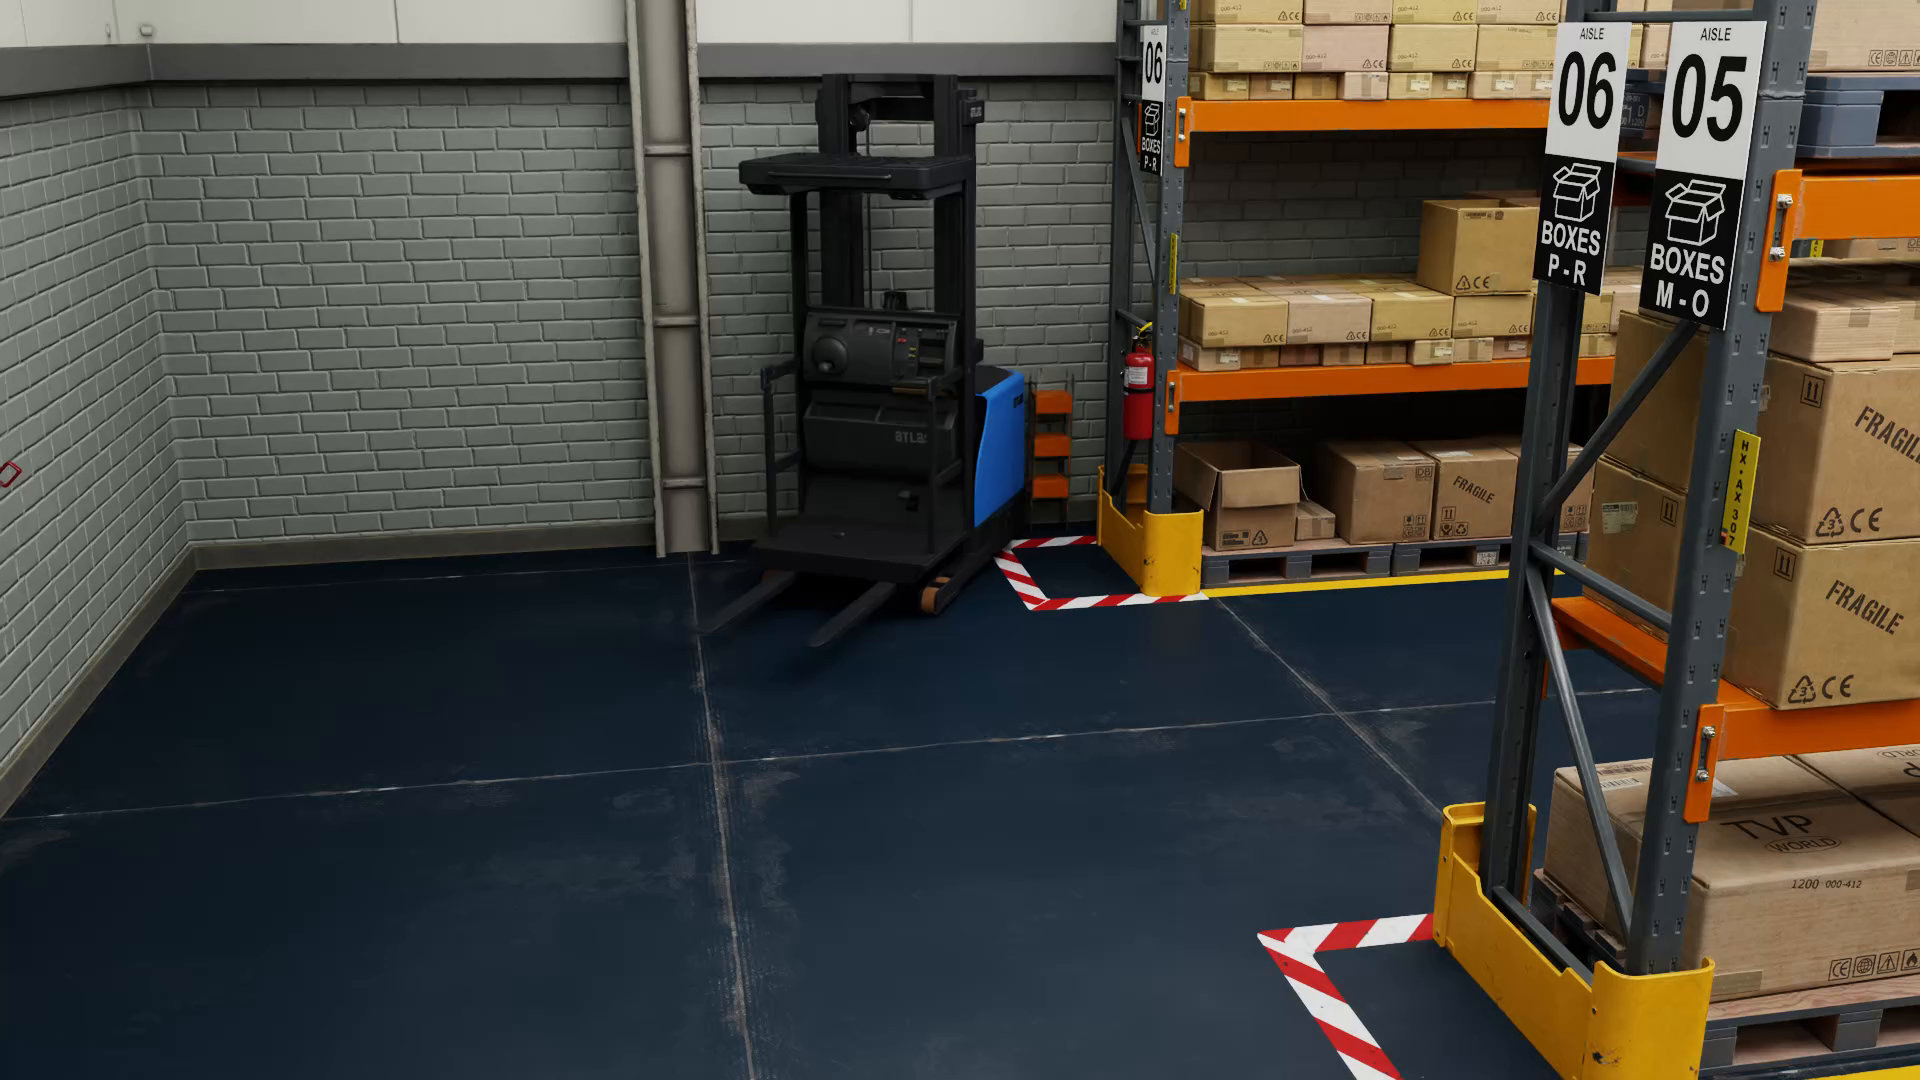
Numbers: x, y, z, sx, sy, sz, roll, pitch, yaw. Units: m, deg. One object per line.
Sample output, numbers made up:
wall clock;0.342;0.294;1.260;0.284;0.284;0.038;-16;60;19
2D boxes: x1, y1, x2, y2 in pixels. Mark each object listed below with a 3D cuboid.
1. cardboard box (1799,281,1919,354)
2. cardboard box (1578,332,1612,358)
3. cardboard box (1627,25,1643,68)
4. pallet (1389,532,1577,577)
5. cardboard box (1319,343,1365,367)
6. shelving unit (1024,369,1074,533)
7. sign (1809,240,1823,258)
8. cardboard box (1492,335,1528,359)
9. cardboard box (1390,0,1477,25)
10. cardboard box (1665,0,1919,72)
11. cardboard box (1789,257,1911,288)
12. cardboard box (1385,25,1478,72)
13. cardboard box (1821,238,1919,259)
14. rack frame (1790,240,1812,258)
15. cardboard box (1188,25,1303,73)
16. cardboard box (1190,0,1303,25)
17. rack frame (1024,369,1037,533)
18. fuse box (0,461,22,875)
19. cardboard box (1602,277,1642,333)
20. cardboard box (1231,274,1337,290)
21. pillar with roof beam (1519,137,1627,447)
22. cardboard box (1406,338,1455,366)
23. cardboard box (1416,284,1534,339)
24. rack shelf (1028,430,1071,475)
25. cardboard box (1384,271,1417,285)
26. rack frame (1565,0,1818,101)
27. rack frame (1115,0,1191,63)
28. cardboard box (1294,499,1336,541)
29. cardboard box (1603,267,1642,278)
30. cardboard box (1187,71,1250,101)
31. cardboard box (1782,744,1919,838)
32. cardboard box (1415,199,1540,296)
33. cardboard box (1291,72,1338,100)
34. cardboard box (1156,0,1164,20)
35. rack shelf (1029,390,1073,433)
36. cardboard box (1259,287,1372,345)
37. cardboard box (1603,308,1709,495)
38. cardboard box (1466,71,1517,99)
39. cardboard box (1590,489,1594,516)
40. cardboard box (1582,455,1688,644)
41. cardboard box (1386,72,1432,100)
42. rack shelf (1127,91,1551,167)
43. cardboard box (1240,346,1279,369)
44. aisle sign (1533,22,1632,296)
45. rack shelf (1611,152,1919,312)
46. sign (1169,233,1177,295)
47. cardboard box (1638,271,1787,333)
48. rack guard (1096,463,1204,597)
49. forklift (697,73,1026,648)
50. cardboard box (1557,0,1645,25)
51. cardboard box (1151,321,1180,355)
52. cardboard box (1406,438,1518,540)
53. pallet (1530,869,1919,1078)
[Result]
cardboard box;2.665;-0.650;4.841;0.250;0.149;0.380;-3;17;-9
cardboard box;3.726;-1.211;10.072;0.250;0.149;0.380;-4;17;-11
cardboard box;3.562;-2.841;9.592;0.500;0.250;0.500;-3;17;-9
pallet;3.127;-0.053;10.624;1.213;0.211;1.003;-3;17;-10
cardboard box;2.201;-1.137;9.834;0.250;0.149;0.380;-3;17;-9
shelving unit;0.582;-0.583;10.906;0.252;1.050;0.215;-2;16;-10
sign;5.112;-1.750;9.927;0.005;0.325;0.100;-3;17;-10
cardboard box;3.218;-1.201;10.041;0.250;0.149;0.380;-3;17;-11
cardboard box;2.551;-3.020;9.325;0.500;0.250;0.500;-4;17;-11
cardboard box;2.444;-1.501;4.850;0.500;0.250;0.500;-5;18;-16
cardboard box;2.816;-0.812;5.370;0.250;0.149;0.380;-3;17;-11
cardboard box;2.562;-2.779;9.391;0.500;0.250;0.500;-4;17;-12
cardboard box;5.519;-1.704;10.364;0.500;0.500;0.700;-3;17;-9
rack frame;5.002;-1.493;10.562;0.127;3.000;1.000;-3;17;-10
cardboard box;1.562;-2.720;9.199;0.500;0.250;0.500;-3;17;-11
cardboard box;1.558;-2.965;9.146;0.500;0.250;0.500;-3;17;-11
rack frame;0.462;-0.579;10.885;0.008;1.050;0.200;-2;16;-10
fuse box;-3.767;0.484;6.322;0.414;1.711;0.539;-3;17;-10
cardboard box;4.059;-1.432;10.115;0.500;0.250;0.500;-3;17;-10
cardboard box;1.982;-1.471;10.240;0.500;0.250;0.500;-3;17;-10
pillar with roof beam;4.964;-3.340;6.361;0.400;9.000;9.100;-3;17;-10
cardboard box;2.724;-1.146;9.863;0.250;0.149;0.380;-4;17;-12
cardboard box;3.061;-1.380;9.944;0.500;0.250;0.500;-4;17;-12
rack shelf;0.582;-0.573;10.909;0.240;0.259;0.215;-2;16;-10
cardboard box;2.983;-1.526;10.420;0.500;0.250;0.500;-3;17;-11
rack frame;2.020;-2.707;4.298;0.127;3.000;1.000;-3;17;-10
rack frame;1.074;-4.138;8.956;0.127;3.000;1.000;-3;17;-10
cardboard box;2.117;-0.127;10.256;0.250;0.149;0.380;-4;18;-13
cardboard box;3.973;-1.583;10.607;0.500;0.250;0.500;-3;17;-11
cardboard box;1.432;-2.534;9.273;0.250;0.149;0.380;-3;17;-9
cardboard box;3.546;1.066;5.881;0.875;0.438;0.875;-3;17;-9
cardboard box;3.044;-1.730;9.807;0.500;0.500;0.500;-3;17;-9
cardboard box;1.939;-2.566;9.376;0.250;0.149;0.380;-3;17;-10
cardboard box;1.458;-3.118;9.644;0.500;0.250;0.500;-4;17;-12
rack shelf;0.589;-0.845;10.830;0.240;0.259;0.215;-2;16;-10
cardboard box;2.066;-1.316;9.736;0.500;0.250;0.500;-3;17;-10
cardboard box;2.448;-0.460;5.328;0.500;0.500;0.500;-3;17;-9
cardboard box;2.955;-2.592;9.460;0.250;0.149;0.380;-3;17;-10
cardboard box;4.160;-0.251;10.461;0.258;0.266;0.396;-3;17;-8
cardboard box;2.443;0.010;5.500;0.500;0.500;0.500;-3;17;-10
cardboard box;2.459;-2.567;9.379;0.250;0.149;0.380;-3;17;-11
rack shelf;3.038;-2.471;9.865;4.000;0.370;1.077;-3;17;-10
cardboard box;1.690;-1.116;9.766;0.250;0.149;0.380;-3;17;-9
aisle sign;1.890;-1.167;5.075;0.004;0.787;0.394;-3;17;-10
rack shelf;3.983;-1.040;5.207;4.000;0.370;1.077;-3;17;-10
sign;1.178;-1.527;9.201;0.005;0.325;0.100;-3;17;-10
cardboard box;2.334;-0.753;5.175;0.250;0.149;0.380;-3;17;-10
rack guard;1.149;-0.079;10.218;0.348;0.500;1.175;-3;17;-10
forklift;-0.534;-1.106;9.420;1.130;2.935;3.031;6;18;18
cardboard box;3.556;-3.082;9.525;0.500;0.250;0.500;-3;17;-9
cardboard box;1.349;-1.246;10.186;0.250;0.149;0.380;-3;17;-11
cardboard box;3.078;-0.319;10.285;0.500;0.500;0.500;-3;17;-9
pallet;2.790;1.427;5.807;1.213;0.211;1.003;-3;17;-10
